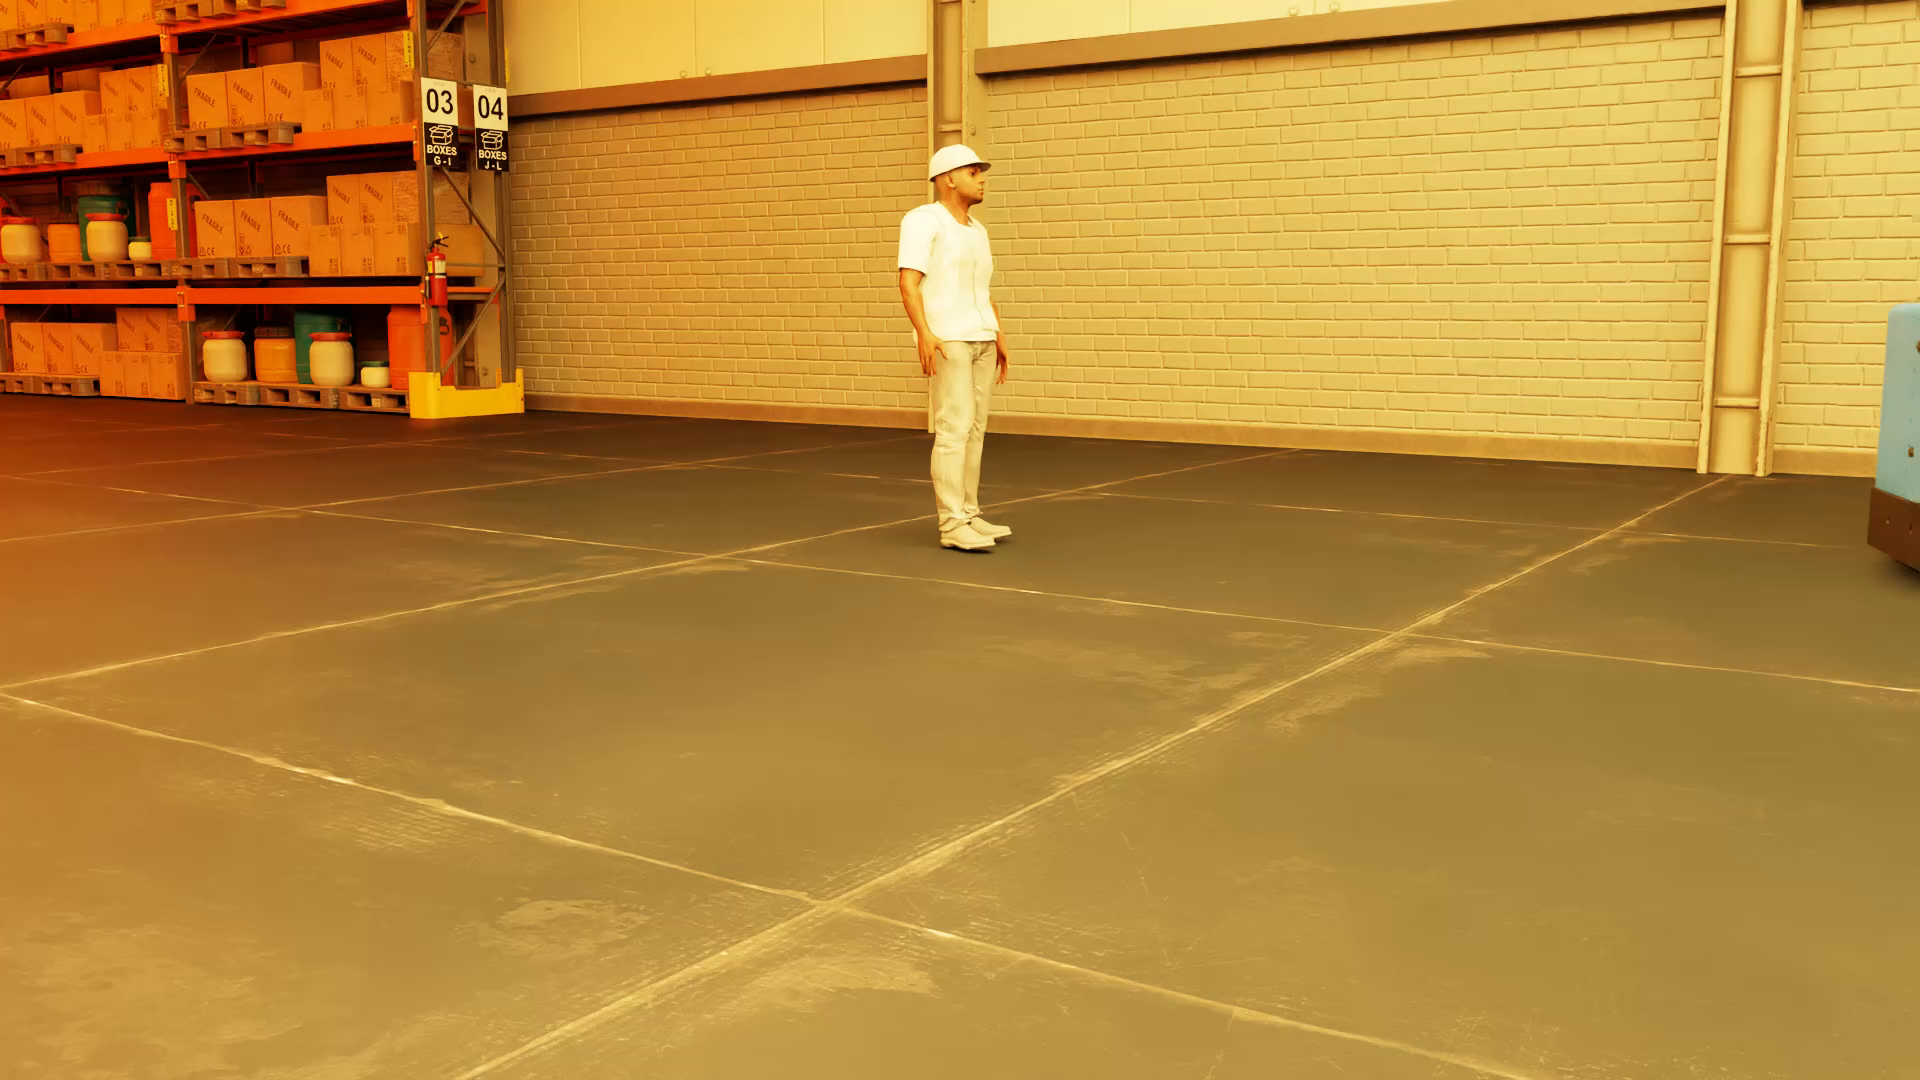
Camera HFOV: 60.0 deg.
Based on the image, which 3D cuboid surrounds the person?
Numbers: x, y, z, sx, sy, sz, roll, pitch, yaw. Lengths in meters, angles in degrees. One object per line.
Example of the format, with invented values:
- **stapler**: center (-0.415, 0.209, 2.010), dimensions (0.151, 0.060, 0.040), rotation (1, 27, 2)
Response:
- **person**: center (0.054, -0.875, 7.435), dimensions (0.577, 1.765, 0.665), rotation (5, 10, 34)

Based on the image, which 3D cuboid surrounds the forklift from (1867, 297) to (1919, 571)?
- **forklift**: center (5.158, -1.250, 5.981), dimensions (3.031, 2.935, 1.130), rotation (2, 8, 15)
